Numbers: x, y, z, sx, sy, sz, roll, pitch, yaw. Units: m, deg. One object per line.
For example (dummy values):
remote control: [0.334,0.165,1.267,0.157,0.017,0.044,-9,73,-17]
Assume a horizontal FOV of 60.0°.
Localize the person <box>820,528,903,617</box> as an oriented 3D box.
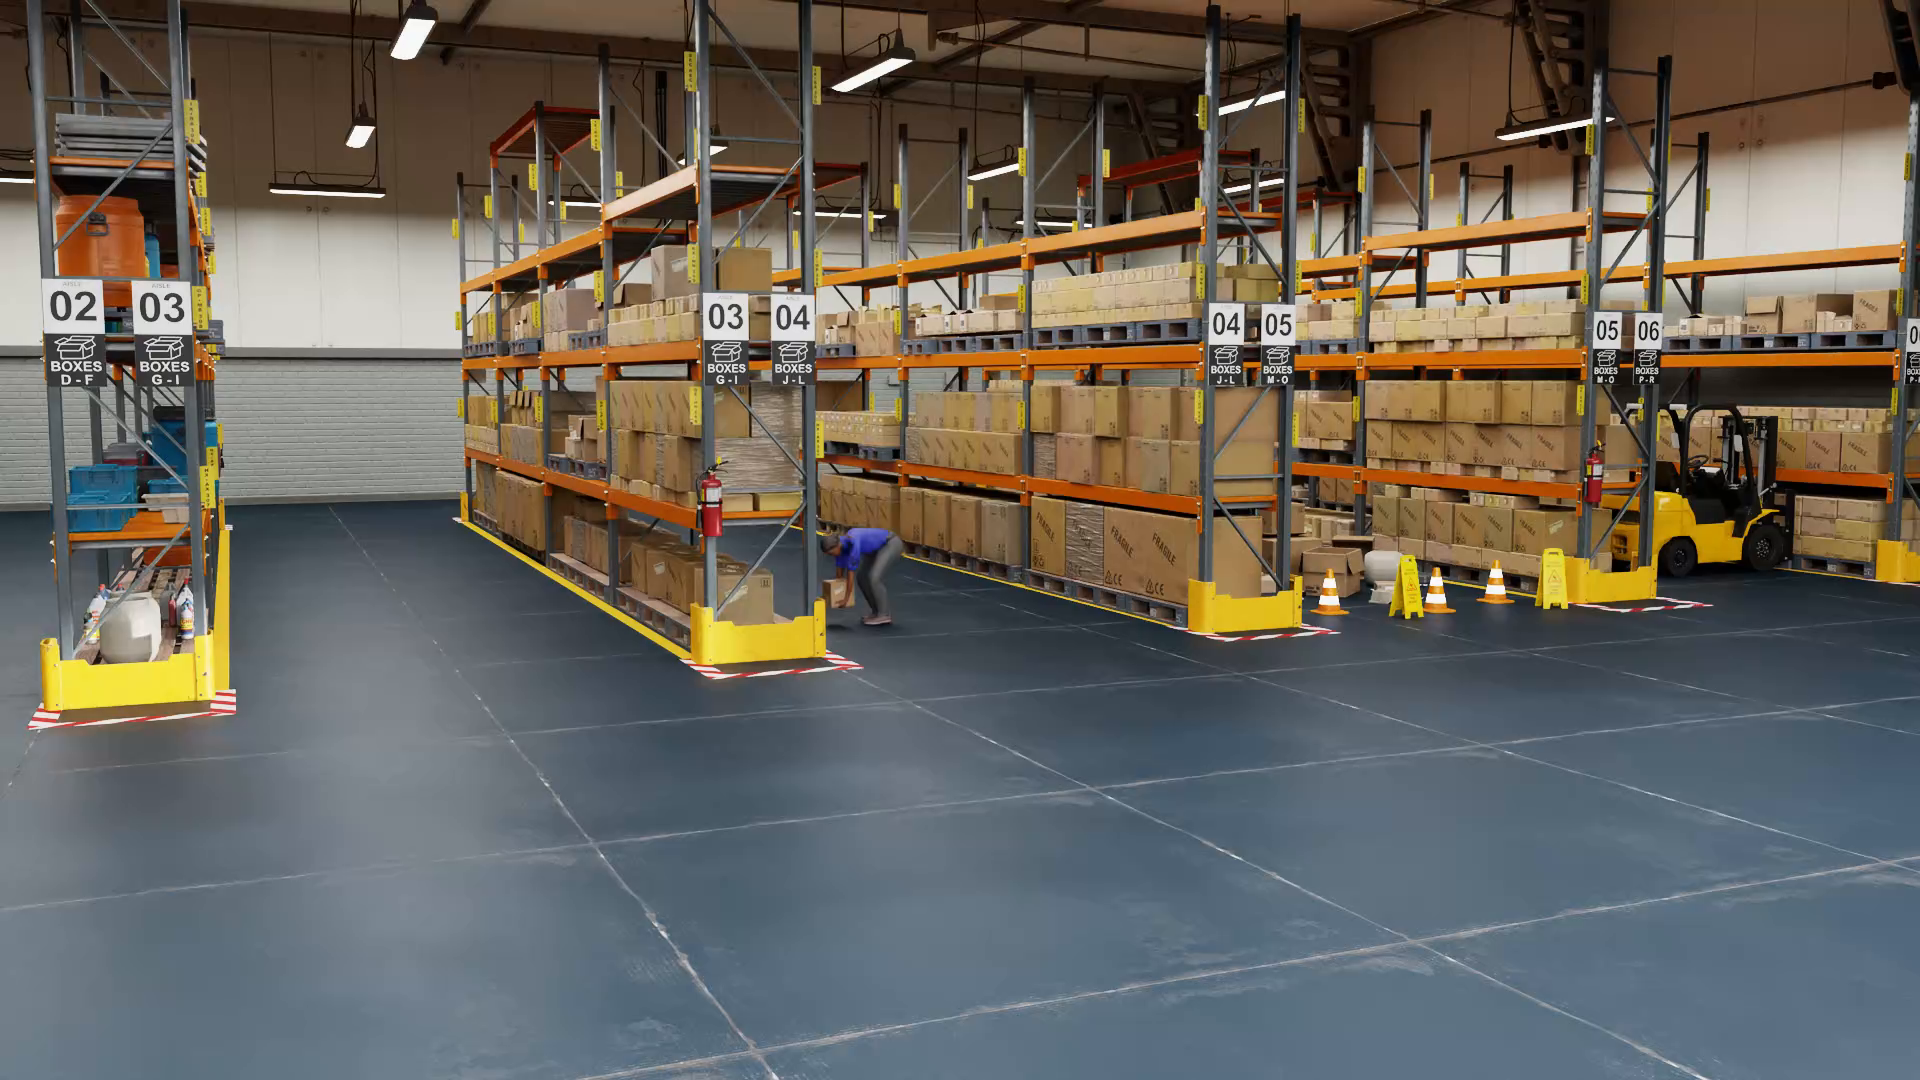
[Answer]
person: [-1.003,0.333,16.795,0.878,0.900,0.430,-3,6,-26]
